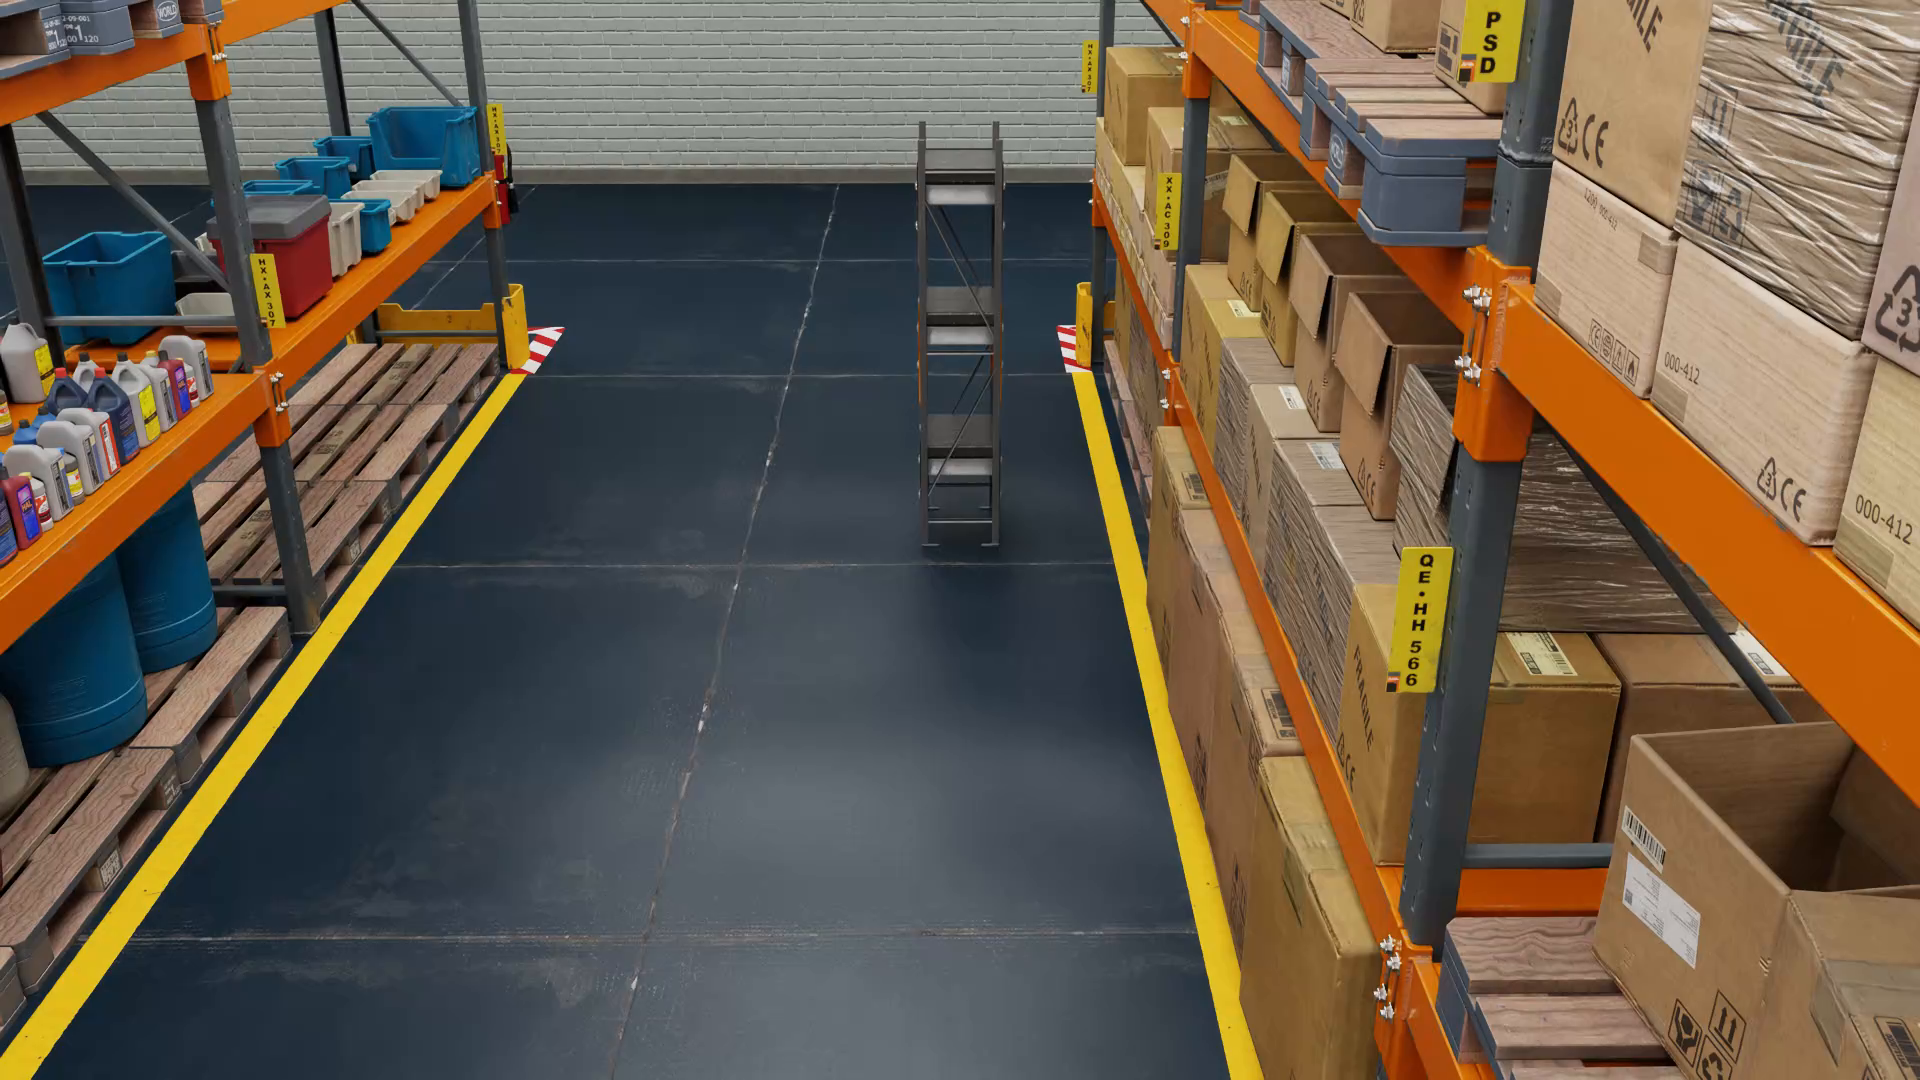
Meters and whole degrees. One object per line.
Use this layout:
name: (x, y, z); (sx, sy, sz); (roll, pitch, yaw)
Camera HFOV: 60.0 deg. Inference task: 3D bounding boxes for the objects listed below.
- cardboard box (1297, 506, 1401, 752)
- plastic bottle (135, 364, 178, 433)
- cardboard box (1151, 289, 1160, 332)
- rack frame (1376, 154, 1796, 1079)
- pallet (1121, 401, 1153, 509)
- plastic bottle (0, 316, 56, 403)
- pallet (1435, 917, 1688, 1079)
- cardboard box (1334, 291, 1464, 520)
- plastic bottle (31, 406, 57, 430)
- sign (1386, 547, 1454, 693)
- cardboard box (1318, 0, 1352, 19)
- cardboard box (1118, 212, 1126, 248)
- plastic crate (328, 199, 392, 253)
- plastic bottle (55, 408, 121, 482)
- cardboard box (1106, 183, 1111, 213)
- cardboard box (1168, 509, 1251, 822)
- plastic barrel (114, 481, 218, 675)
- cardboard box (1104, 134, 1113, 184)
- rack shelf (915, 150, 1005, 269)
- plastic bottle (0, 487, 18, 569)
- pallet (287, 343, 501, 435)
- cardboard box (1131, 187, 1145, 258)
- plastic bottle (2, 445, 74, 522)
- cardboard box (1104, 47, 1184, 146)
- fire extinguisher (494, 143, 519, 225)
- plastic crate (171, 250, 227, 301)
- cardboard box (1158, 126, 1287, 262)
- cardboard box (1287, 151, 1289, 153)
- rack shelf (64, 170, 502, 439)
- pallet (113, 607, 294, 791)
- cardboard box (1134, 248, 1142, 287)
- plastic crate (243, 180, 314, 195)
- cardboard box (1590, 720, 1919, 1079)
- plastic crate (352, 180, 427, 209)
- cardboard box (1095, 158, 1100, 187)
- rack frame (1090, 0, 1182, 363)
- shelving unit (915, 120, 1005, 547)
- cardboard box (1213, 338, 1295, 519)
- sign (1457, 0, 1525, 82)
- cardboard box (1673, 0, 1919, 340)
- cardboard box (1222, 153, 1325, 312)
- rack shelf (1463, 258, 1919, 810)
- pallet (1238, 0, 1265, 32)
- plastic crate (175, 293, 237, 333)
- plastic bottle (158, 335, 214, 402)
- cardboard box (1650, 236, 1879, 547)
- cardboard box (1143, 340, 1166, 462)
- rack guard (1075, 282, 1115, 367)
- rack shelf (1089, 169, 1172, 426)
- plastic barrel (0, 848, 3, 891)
cardboard box: (1.225, 0.234, 4.471); (0.500, 0.500, 0.500); (0, 24, -1)
plastic bottle: (-3.187, -0.571, 6.522); (0.152, 0.276, 0.135); (0, 24, -1)
cardboard box: (1.100, -1.077, 7.796); (0.380, 0.149, 0.250); (0, 24, 0)
rack frame: (1.478, 0.687, 3.591); (1.000, 3.000, 0.127); (0, 24, -1)
pallet: (1.488, -0.508, 9.617); (1.003, 0.211, 1.213); (0, 24, -1)
plastic bottle: (-3.838, -0.753, 6.835); (0.144, 0.351, 0.185); (0, 24, -1)
pallet: (1.592, 1.068, 2.982); (1.213, 0.211, 1.003); (0, 24, -1)
cardboard box: (1.482, -0.385, 4.623); (0.797, 0.503, 0.637); (0, 24, 1)
plastic bottle: (-3.306, -0.353, 6.046); (0.097, 0.271, 0.097); (0, 24, 0)
sign: (0.923, 0.164, 3.343); (0.100, 0.325, 0.005); (0, 24, -1)
cardboard box: (1.434, -1.760, 4.726); (0.797, 0.503, 0.637); (-1, 24, -1)
cardboard box: (1.082, -1.713, 9.203); (0.380, 0.149, 0.250); (-1, 24, -2)
plastic crate: (-3.284, -1.693, 8.984); (0.416, 0.233, 0.300); (0, 24, -1)
plastic bottle: (-3.182, -0.363, 6.063); (0.152, 0.276, 0.135); (0, 24, -1)
cardboard box: (1.076, -2.028, 9.900); (0.380, 0.149, 0.250); (-1, 24, -1)
cardboard box: (1.472, 0.448, 6.189); (1.225, 0.875, 0.875); (-1, 24, -2)
plastic barrel: (-3.530, 0.050, 7.036); (0.600, 0.901, 0.708); (0, 24, -1)
cardboard box: (1.138, -2.263, 9.935); (0.500, 0.250, 0.500); (-1, 24, -1)
rack shelf: (-0.002, -1.650, 8.185); (0.431, 0.518, 0.480); (0, 24, -1)
plastic bottle: (-3.169, -0.085, 5.358); (0.144, 0.351, 0.185); (0, 24, -1)
pallet: (-3.592, -0.976, 10.653); (1.003, 0.211, 1.213); (0, 24, -1)
cardboard box: (1.153, -1.633, 8.541); (0.500, 0.250, 0.500); (0, 24, 1)
plastic bottle: (-3.178, -0.212, 5.729); (0.152, 0.276, 0.135); (0, 24, -1)
cardboard box: (1.131, -2.613, 9.799); (0.500, 0.500, 0.500); (-1, 24, -2)
fire extinguisher: (-3.110, -2.446, 11.065); (0.296, 0.674, 0.183); (0, 24, -1)
plastic crate: (-3.799, -1.301, 8.247); (0.437, 0.125, 0.590); (0, 24, -1)
cardboard box: (1.162, -1.558, 7.466); (0.500, 0.500, 0.500); (0, 24, 1)
cardboard box: (1.684, -1.568, 7.489); (0.500, 0.500, 0.500); (0, 24, -1)
rack shelf: (-3.540, -1.435, 9.156); (1.077, 0.370, 4.000); (0, 24, -1)
pallet: (-3.552, 0.650, 7.057); (1.003, 0.211, 1.213); (0, 24, -1)
cardboard box: (1.091, -1.395, 8.499); (0.380, 0.149, 0.250); (0, 24, 0)
plastic crate: (-3.874, -1.892, 9.424); (0.416, 0.233, 0.300); (0, 24, -1)
cardboard box: (1.524, 0.673, 2.992); (0.500, 0.500, 0.500); (-3, 25, -7)
plastic crate: (-3.384, -2.040, 9.867); (0.396, 0.136, 0.243); (0, 24, -1)
cardboard box: (1.064, -2.347, 10.604); (0.380, 0.149, 0.250); (0, 24, 0)
rack frame: (1.390, -2.609, 10.879); (1.000, 3.000, 0.127); (0, 24, -1)
shelving unit: (-0.002, -1.025, 8.468); (0.431, 2.100, 0.503); (0, 24, -1)
cardboard box: (1.200, -0.403, 5.879); (0.500, 0.500, 0.500); (-1, 24, -2)
sign: (0.923, -0.952, 2.851); (0.100, 0.325, 0.005); (0, 24, -1)
cardboard box: (1.227, -0.549, 1.956); (0.500, 0.500, 0.500); (0, 24, 0)
cardboard box: (1.449, -1.200, 6.426); (0.797, 0.503, 0.637); (-1, 24, -2)
rack shelf: (1.499, 0.472, 1.298); (1.077, 0.370, 4.000); (0, 24, -1)
pallet: (1.493, -1.863, 5.821); (0.805, 0.209, 1.217); (-1, 24, -3)
plastic crate: (-3.381, -1.038, 7.653); (0.396, 0.136, 0.243); (0, 24, -1)
plastic bottle: (-3.191, -0.721, 6.855); (0.152, 0.276, 0.135); (0, 24, -1)
cardboard box: (1.233, -0.205, 2.105); (0.500, 0.250, 0.500); (0, 24, 1)
cardboard box: (1.497, -0.827, 9.008); (0.875, 0.875, 0.875); (0, 24, -1)
rack guard: (1.390, -1.480, 11.416); (1.175, 0.500, 0.348); (0, 24, -1)
rack shelf: (1.412, -1.457, 9.205); (1.077, 0.370, 4.000); (0, 24, -1)
plastic barrel: (-3.510, 0.950, 5.426); (0.600, 0.588, 0.708); (0, 24, -1)
